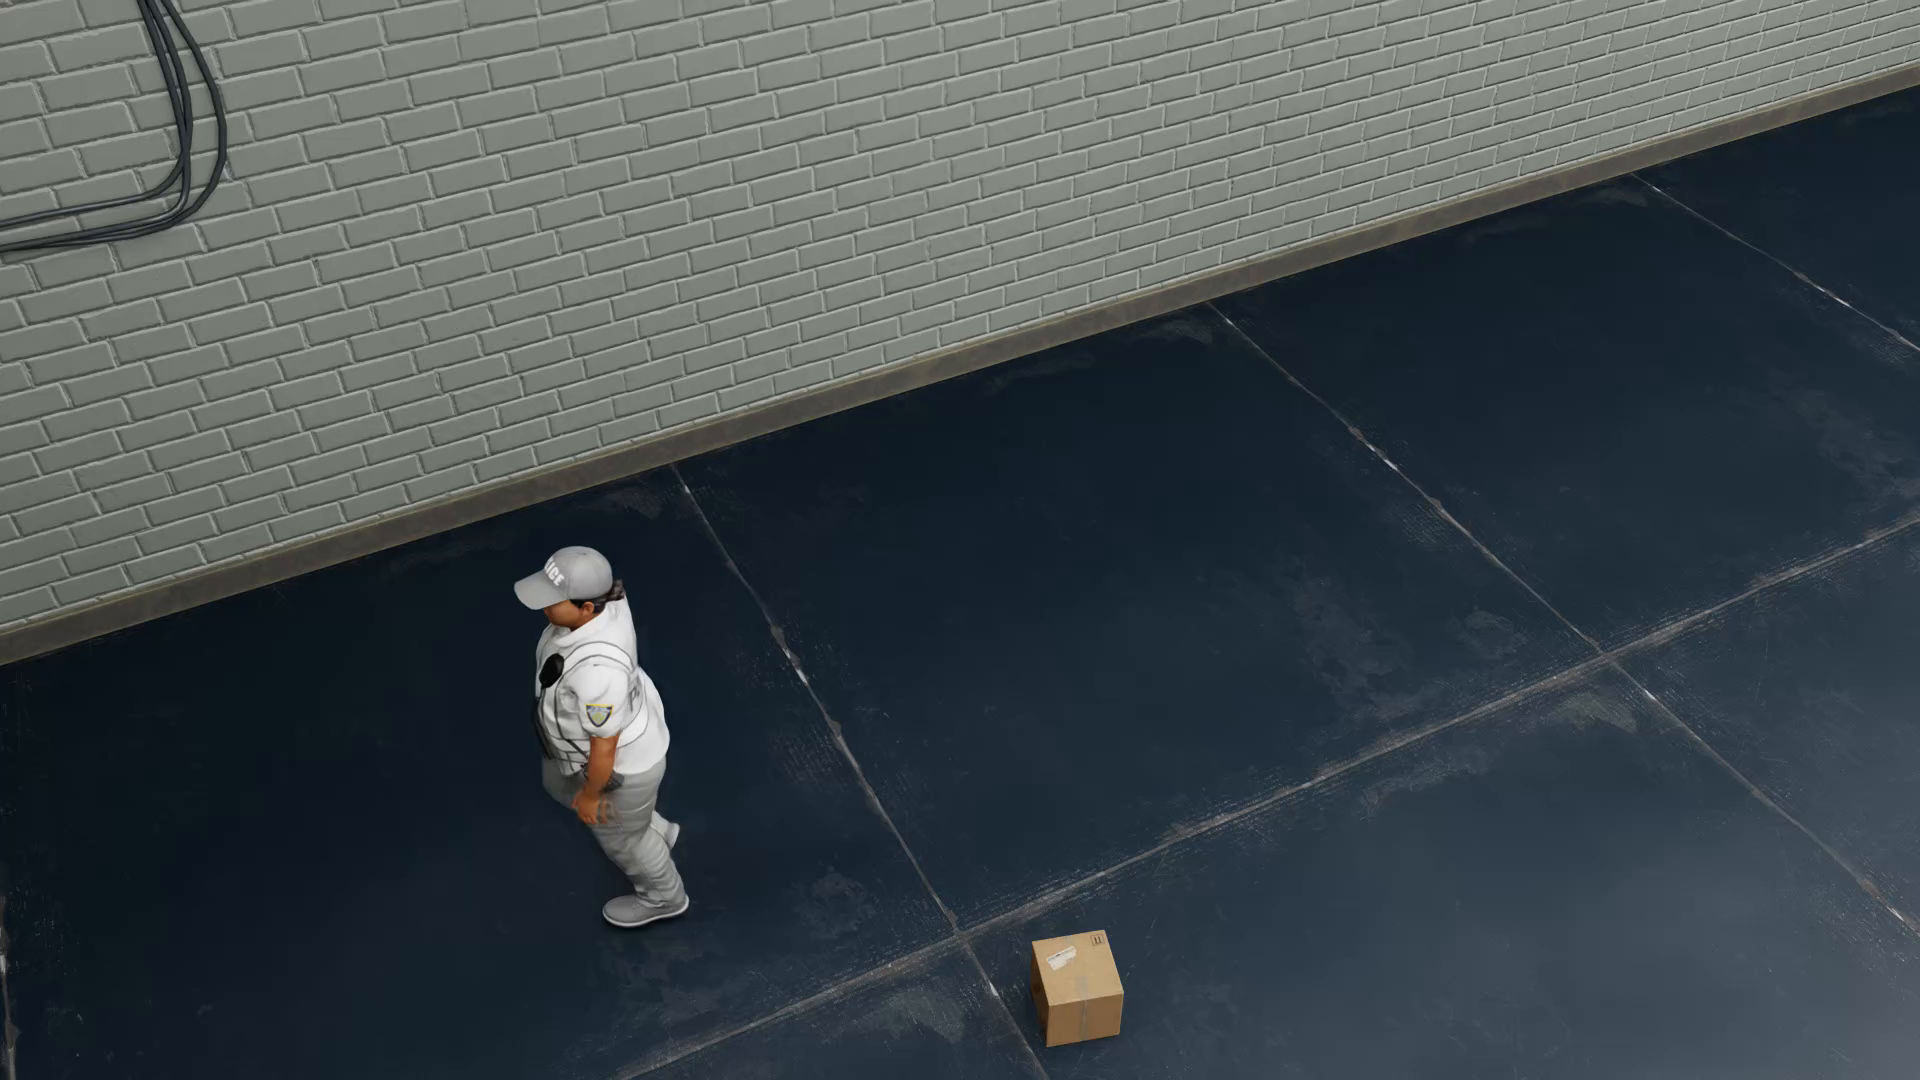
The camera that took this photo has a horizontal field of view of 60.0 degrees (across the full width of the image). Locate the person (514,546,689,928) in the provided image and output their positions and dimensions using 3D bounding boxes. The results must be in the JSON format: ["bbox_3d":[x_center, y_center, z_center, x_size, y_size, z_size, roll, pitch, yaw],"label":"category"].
[{"bbox_3d":[-1.164,0.670,5.375,0.451,1.681,0.512,-9,42,-10],"label":"person"}]
